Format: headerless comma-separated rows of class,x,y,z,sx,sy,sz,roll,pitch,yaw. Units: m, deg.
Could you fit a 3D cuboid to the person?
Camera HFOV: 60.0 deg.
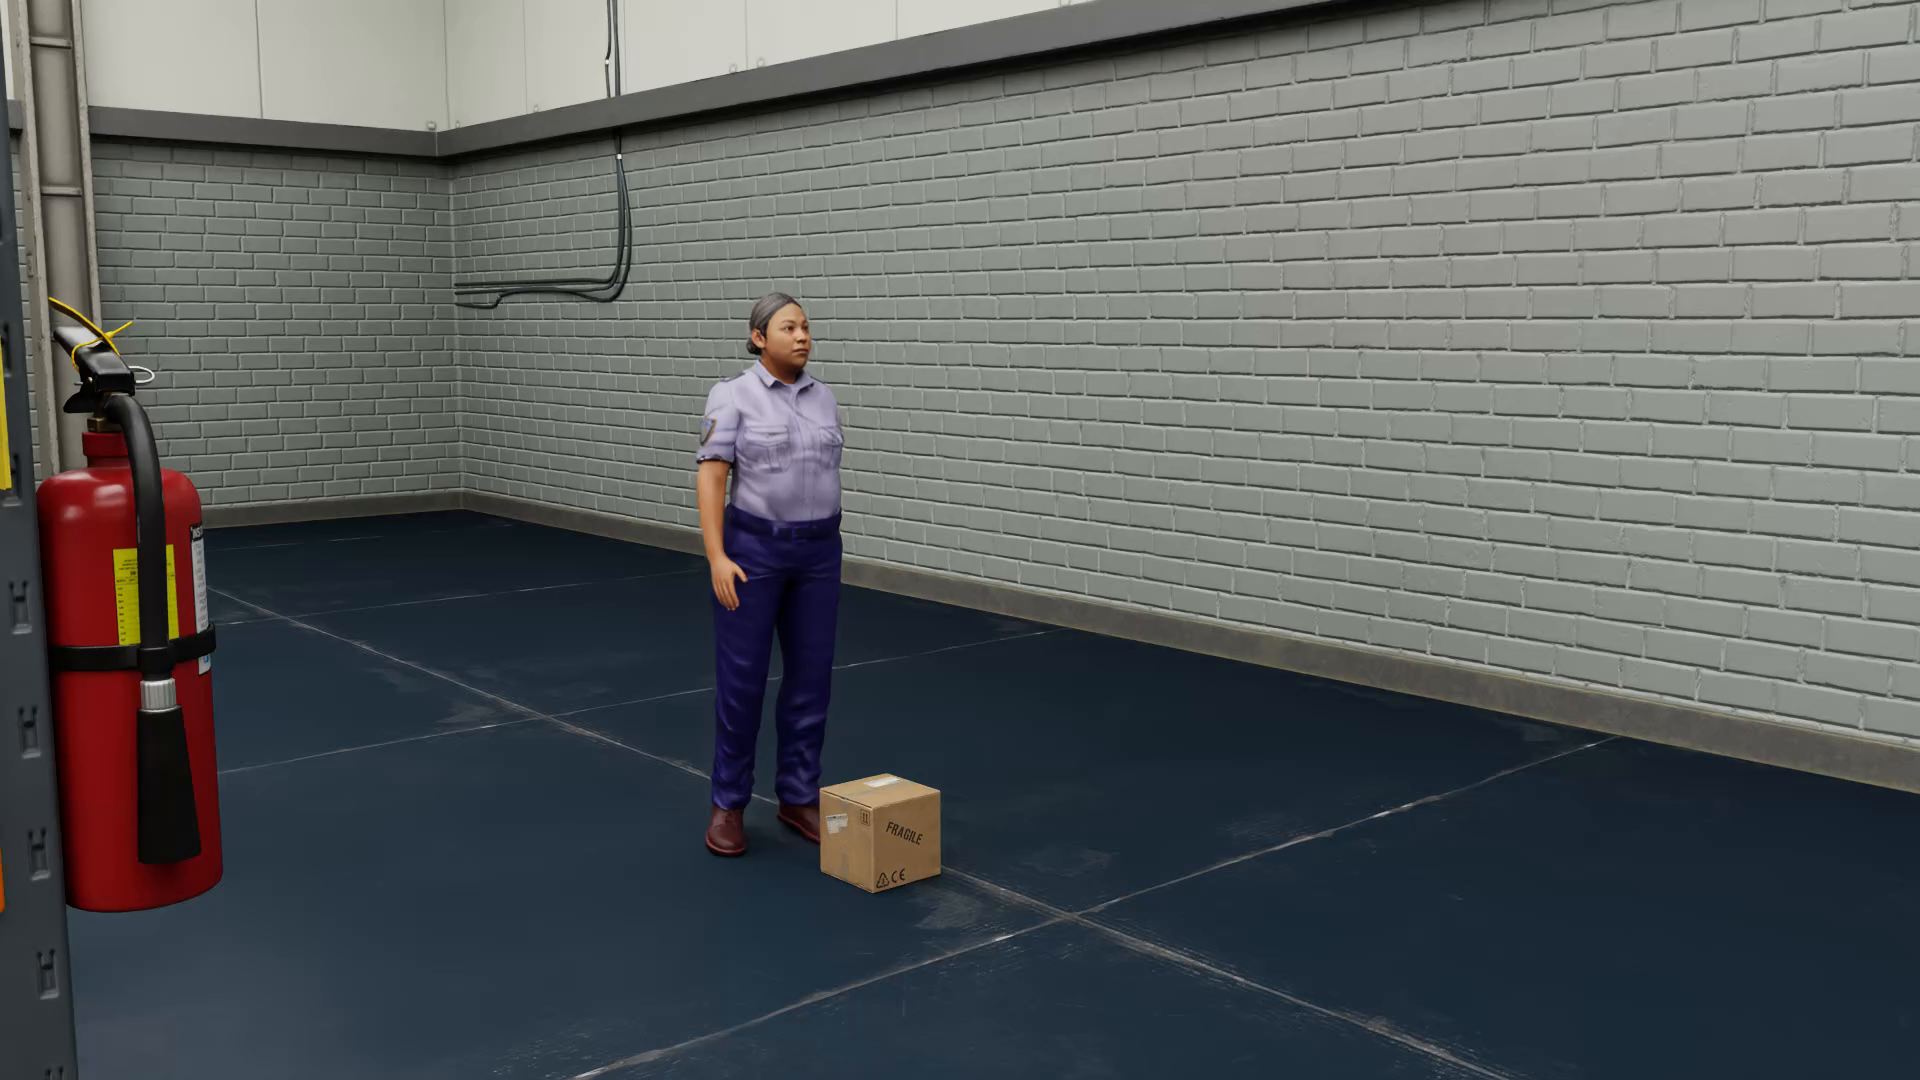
person,-0.550,0.093,5.036,0.533,1.671,0.379,-5,9,-36
